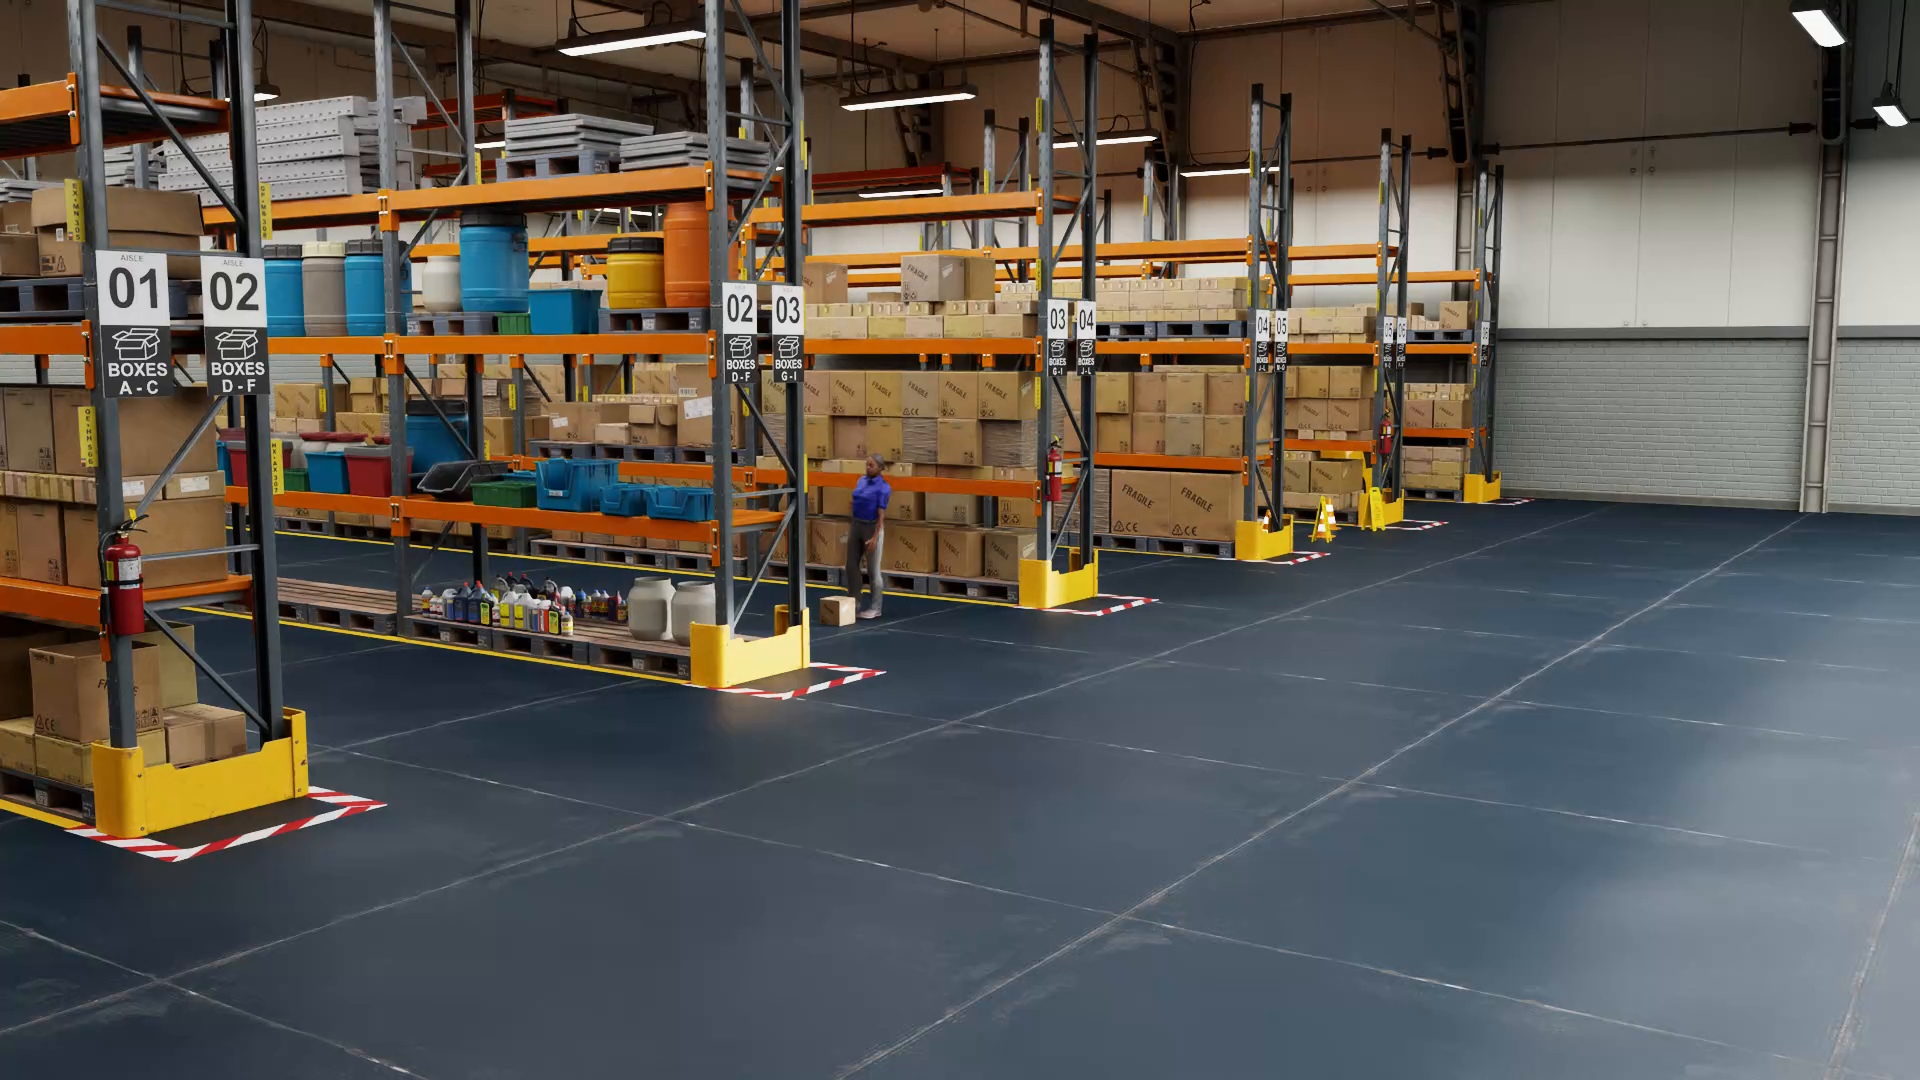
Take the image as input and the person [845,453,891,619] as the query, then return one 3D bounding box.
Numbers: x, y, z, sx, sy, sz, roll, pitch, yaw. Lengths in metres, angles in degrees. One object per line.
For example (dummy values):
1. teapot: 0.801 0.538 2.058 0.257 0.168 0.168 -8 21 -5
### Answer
1. person: -0.973 -0.049 16.704 0.606 1.663 0.372 4 8 33
